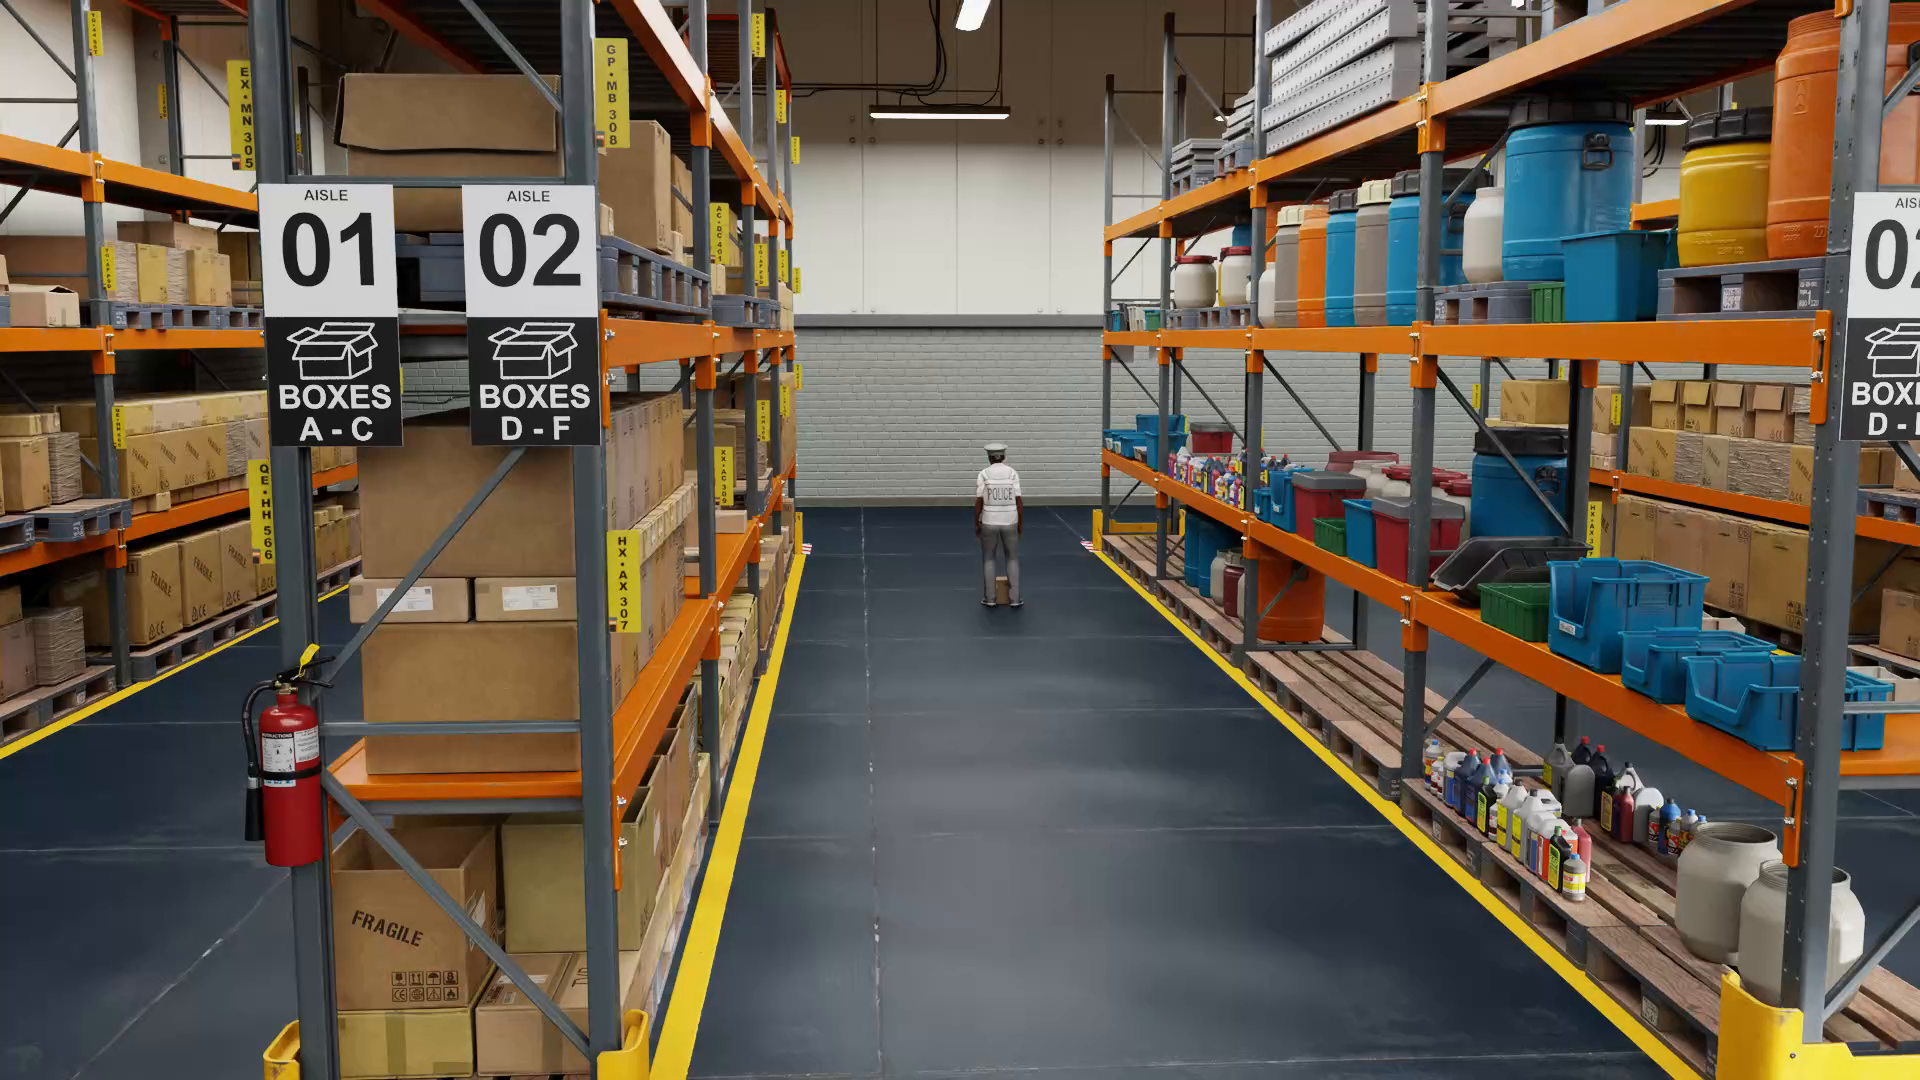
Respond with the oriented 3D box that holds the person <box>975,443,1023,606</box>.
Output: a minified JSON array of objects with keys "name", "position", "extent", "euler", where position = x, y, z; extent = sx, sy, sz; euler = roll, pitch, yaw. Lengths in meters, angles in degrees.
[{"name":"person","position":[0.403,-0.148,16.971],"extent":[0.512,1.657,0.416],"euler":[-1,7,-4]}]
